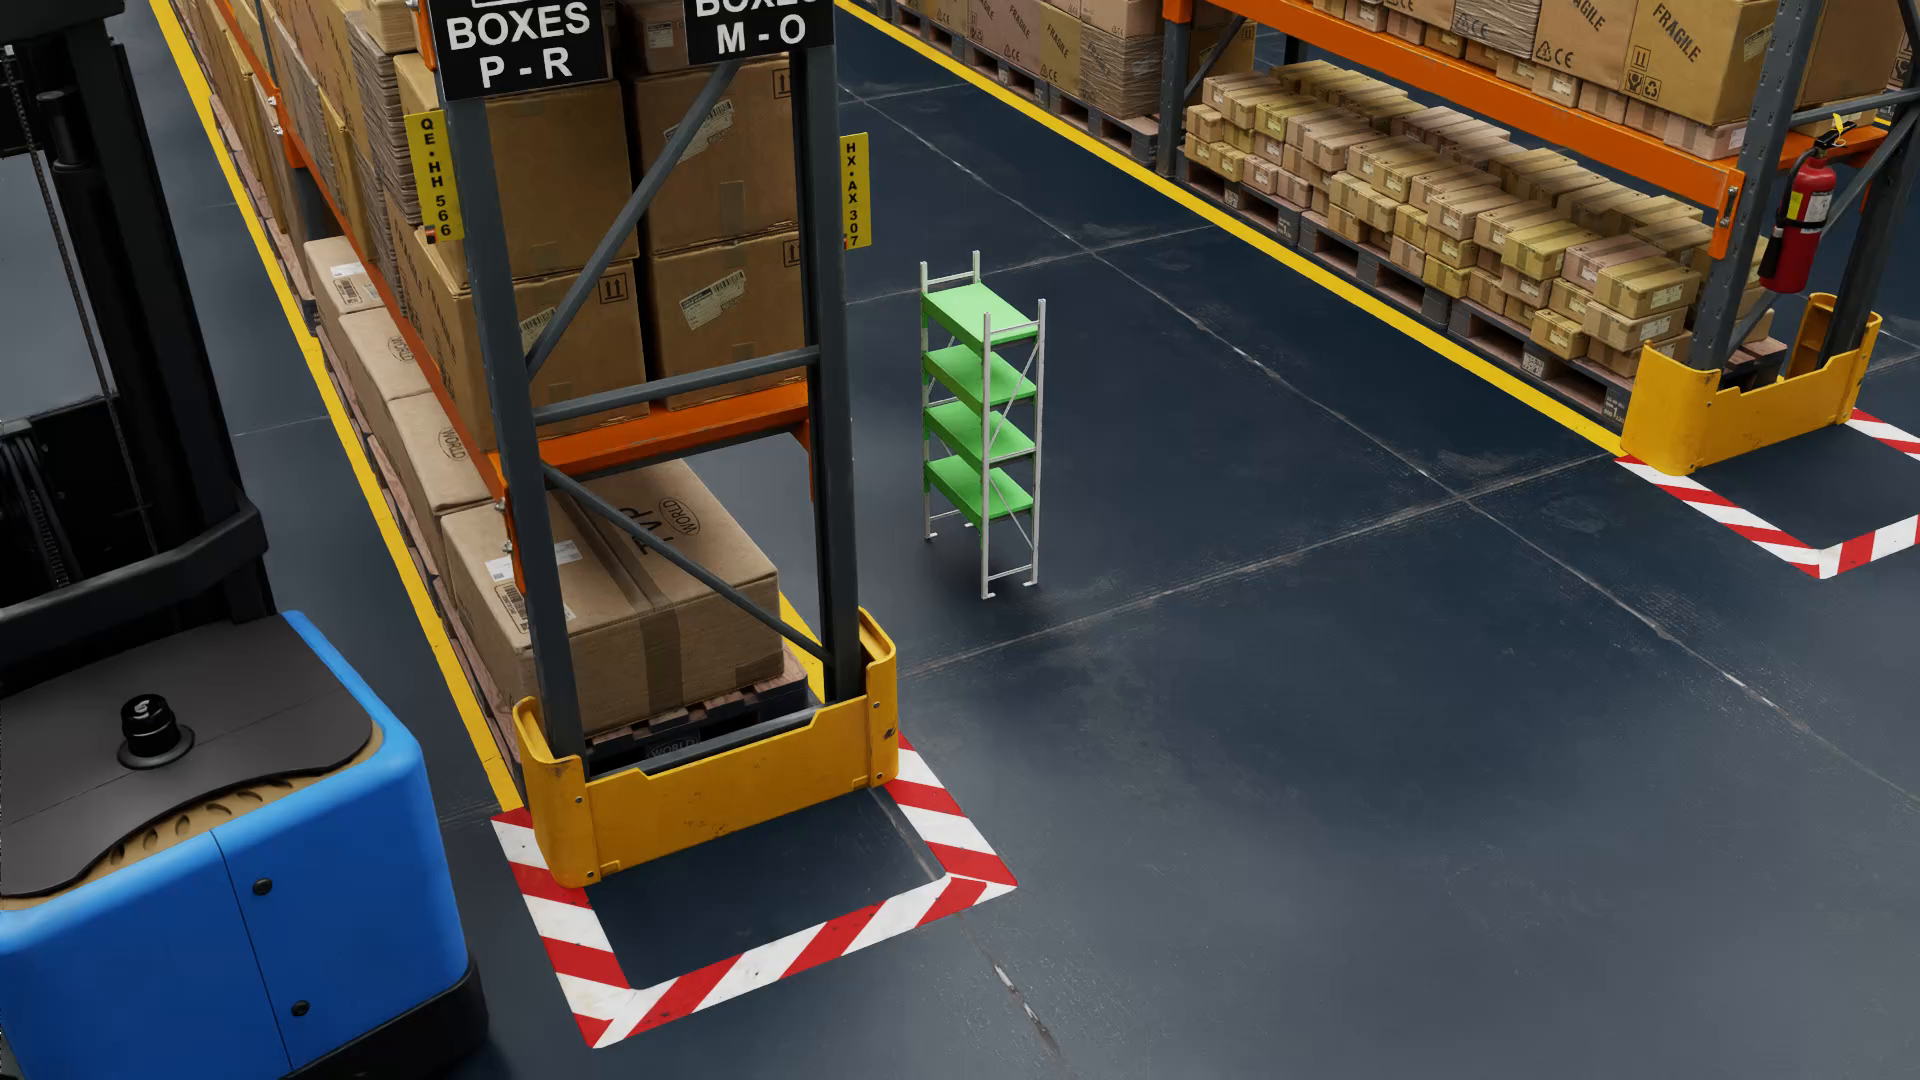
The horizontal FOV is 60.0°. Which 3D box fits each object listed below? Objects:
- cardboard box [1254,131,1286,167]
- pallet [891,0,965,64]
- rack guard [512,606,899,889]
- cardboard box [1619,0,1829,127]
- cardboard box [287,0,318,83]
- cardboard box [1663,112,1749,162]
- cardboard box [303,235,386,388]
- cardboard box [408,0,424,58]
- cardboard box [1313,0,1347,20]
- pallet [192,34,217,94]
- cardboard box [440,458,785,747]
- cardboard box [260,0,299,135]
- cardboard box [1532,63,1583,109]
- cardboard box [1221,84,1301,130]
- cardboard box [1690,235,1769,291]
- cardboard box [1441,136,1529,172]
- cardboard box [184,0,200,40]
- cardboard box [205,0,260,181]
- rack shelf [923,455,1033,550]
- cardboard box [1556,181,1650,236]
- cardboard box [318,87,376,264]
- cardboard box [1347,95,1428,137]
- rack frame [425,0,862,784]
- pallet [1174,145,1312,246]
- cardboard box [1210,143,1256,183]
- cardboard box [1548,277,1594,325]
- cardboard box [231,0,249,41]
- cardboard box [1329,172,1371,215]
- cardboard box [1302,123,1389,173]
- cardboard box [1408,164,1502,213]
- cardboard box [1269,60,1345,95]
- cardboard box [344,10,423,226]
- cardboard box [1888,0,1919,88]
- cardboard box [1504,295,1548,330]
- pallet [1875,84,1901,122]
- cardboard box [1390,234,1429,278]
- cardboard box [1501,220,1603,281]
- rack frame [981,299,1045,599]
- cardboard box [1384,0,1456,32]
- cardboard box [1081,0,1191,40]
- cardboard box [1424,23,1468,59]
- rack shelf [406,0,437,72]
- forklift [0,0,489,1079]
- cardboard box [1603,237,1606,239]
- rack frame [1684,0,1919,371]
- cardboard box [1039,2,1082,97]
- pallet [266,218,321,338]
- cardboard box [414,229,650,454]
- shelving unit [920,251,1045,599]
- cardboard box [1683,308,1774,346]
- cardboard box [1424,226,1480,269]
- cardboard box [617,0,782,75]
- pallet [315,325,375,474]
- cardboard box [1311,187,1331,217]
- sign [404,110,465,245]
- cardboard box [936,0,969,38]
[{"bbox_3d":[1.907,-2.269,9.489,0.380,0.149,0.250,-16,36,-23],"label":"cardboard box"},{"bbox_3d":[0.176,-3.988,12.778,1.003,0.211,1.213,-16,36,-23],"label":"pallet"},{"bbox_3d":[-0.778,0.640,5.288,1.175,0.500,0.348,-16,36,-23],"label":"rack guard"},{"bbox_3d":[3.106,-2.034,6.776,0.500,0.500,0.500,-15,36,-22],"label":"cardboard box"},{"bbox_3d":[-2.187,-2.018,6.099,0.500,0.500,0.500,-15,36,-22],"label":"cardboard box"},{"bbox_3d":[3.141,-1.696,6.849,0.380,0.149,0.250,-16,36,-23],"label":"cardboard box"},{"bbox_3d":[-2.456,-1.104,7.679,0.875,0.438,0.875,-16,36,-24],"label":"cardboard box"},{"bbox_3d":[-1.273,-1.396,4.528,0.380,0.149,0.250,-15,36,-22],"label":"cardboard box"},{"bbox_3d":[2.059,-2.816,8.598,0.380,0.149,0.250,-15,36,-22],"label":"cardboard box"},{"bbox_3d":[-4.882,-3.441,11.925,1.003,0.211,1.213,-16,36,-23],"label":"pallet"},{"bbox_3d":[-1.185,0.188,5.661,0.875,0.438,0.875,-17,36,-25],"label":"cardboard box"},{"bbox_3d":[-2.667,-2.085,7.131,0.500,0.500,0.500,-15,35,-22],"label":"cardboard box"},{"bbox_3d":[2.788,-2.056,7.411,0.380,0.149,0.250,-15,36,-22],"label":"cardboard box"},{"bbox_3d":[1.731,-2.490,9.558,0.380,0.149,0.250,-14,35,-21],"label":"cardboard box"},{"bbox_3d":[3.599,-1.280,7.669,0.380,0.149,0.250,-18,37,-25],"label":"cardboard box"},{"bbox_3d":[2.766,-1.999,8.791,0.380,0.149,0.250,-16,36,-23],"label":"cardboard box"},{"bbox_3d":[-5.125,-3.934,12.157,0.950,0.372,0.625,-17,36,-24],"label":"cardboard box"},{"bbox_3d":[-3.858,-2.747,9.837,0.875,0.875,0.875,-15,36,-23],"label":"cardboard box"},{"bbox_3d":[0.077,-0.170,6.467,0.258,0.148,0.480,-16,36,-23],"label":"rack shelf"},{"bbox_3d":[3.171,-1.631,8.217,0.380,0.149,0.250,-18,37,-25],"label":"cardboard box"},{"bbox_3d":[-1.970,-1.359,5.998,0.500,0.500,0.500,-15,35,-22],"label":"cardboard box"},{"bbox_3d":[2.403,-2.376,9.381,0.380,0.149,0.250,-15,35,-22],"label":"cardboard box"},{"bbox_3d":[-0.789,-0.424,4.631,1.000,3.000,0.127,-16,36,-23],"label":"rack frame"},{"bbox_3d":[2.022,-2.140,9.895,1.003,0.211,1.213,-16,36,-23],"label":"pallet"},{"bbox_3d":[1.687,-2.221,9.690,0.380,0.149,0.250,-15,35,-22],"label":"cardboard box"},{"bbox_3d":[2.970,-1.137,7.722,0.380,0.149,0.250,-17,36,-24],"label":"cardboard box"},{"bbox_3d":[-3.323,-2.664,8.266,0.500,0.250,0.500,-16,36,-24],"label":"cardboard box"},{"bbox_3d":[2.199,-1.866,8.859,0.380,0.149,0.250,-16,36,-23],"label":"cardboard box"},{"bbox_3d":[2.081,-2.121,8.982,0.380,0.149,0.250,-15,36,-22],"label":"cardboard box"},{"bbox_3d":[2.508,-1.766,8.429,0.380,0.149,0.250,-17,36,-25],"label":"cardboard box"},{"bbox_3d":[2.074,-2.749,9.962,0.380,0.149,0.250,-15,36,-22],"label":"cardboard box"},{"bbox_3d":[-1.494,-1.299,4.978,0.500,0.500,0.500,-16,36,-23],"label":"cardboard box"},{"bbox_3d":[6.769,-3.343,10.768,0.875,0.875,0.875,-16,36,-23],"label":"cardboard box"},{"bbox_3d":[2.857,-1.137,7.998,0.380,0.149,0.250,-16,36,-23],"label":"cardboard box"},{"bbox_3d":[6.398,-3.269,11.656,1.003,0.211,1.213,-16,36,-23],"label":"pallet"},{"bbox_3d":[2.446,-1.493,8.554,0.380,0.149,0.250,-15,36,-22],"label":"cardboard box"},{"bbox_3d":[2.772,-1.359,7.793,0.380,0.149,0.250,-17,36,-24],"label":"cardboard box"},{"bbox_3d":[0.191,-0.310,6.121,0.240,1.200,0.015,-16,36,-23],"label":"rack frame"},{"bbox_3d":[2.402,-2.762,7.911,0.500,0.500,0.500,-14,35,-21],"label":"cardboard box"},{"bbox_3d":[1.107,-3.358,10.444,0.500,0.250,0.500,-17,36,-24],"label":"cardboard box"},{"bbox_3d":[2.480,-2.455,8.035,0.380,0.149,0.250,-15,36,-22],"label":"cardboard box"},{"bbox_3d":[-1.722,-2.339,5.506,1.077,0.370,4.000,-16,36,-23],"label":"rack shelf"},{"bbox_3d":[-2.626,-0.272,4.457,1.130,2.935,3.031,-25,40,-33],"label":"forklift"},{"bbox_3d":[3.256,-1.373,8.090,0.380,0.149,0.250,-15,36,-23],"label":"cardboard box"},{"bbox_3d":[3.543,-1.717,6.650,1.000,3.000,0.127,-16,36,-23],"label":"rack frame"},{"bbox_3d":[0.871,-3.285,11.025,0.500,0.500,0.500,-17,36,-24],"label":"cardboard box"},{"bbox_3d":[-3.080,-1.508,8.908,1.003,0.211,1.213,-16,36,-23],"label":"pallet"},{"bbox_3d":[-1.248,-0.630,4.860,0.500,0.500,0.500,-16,36,-23],"label":"cardboard box"},{"bbox_3d":[0.077,-0.426,6.303,0.258,1.200,0.503,-16,36,-23],"label":"shelving unit"},{"bbox_3d":[3.582,-1.024,7.822,0.380,0.149,0.250,-15,36,-22],"label":"cardboard box"},{"bbox_3d":[2.548,-1.490,8.273,0.380,0.149,0.250,-15,36,-22],"label":"cardboard box"},{"bbox_3d":[-0.710,-1.399,4.533,0.380,0.149,0.250,-15,36,-22],"label":"cardboard box"},{"bbox_3d":[-2.369,-0.776,7.766,1.003,0.211,1.213,-16,36,-23],"label":"pallet"},{"bbox_3d":[2.168,-1.887,9.169,0.380,0.149,0.250,-17,37,-25],"label":"cardboard box"},{"bbox_3d":[-1.276,-0.881,4.052,0.100,0.325,0.005,-16,36,-23],"label":"sign"},{"bbox_3d":[0.155,-4.019,12.170,0.500,0.500,0.500,-15,36,-23],"label":"cardboard box"}]
